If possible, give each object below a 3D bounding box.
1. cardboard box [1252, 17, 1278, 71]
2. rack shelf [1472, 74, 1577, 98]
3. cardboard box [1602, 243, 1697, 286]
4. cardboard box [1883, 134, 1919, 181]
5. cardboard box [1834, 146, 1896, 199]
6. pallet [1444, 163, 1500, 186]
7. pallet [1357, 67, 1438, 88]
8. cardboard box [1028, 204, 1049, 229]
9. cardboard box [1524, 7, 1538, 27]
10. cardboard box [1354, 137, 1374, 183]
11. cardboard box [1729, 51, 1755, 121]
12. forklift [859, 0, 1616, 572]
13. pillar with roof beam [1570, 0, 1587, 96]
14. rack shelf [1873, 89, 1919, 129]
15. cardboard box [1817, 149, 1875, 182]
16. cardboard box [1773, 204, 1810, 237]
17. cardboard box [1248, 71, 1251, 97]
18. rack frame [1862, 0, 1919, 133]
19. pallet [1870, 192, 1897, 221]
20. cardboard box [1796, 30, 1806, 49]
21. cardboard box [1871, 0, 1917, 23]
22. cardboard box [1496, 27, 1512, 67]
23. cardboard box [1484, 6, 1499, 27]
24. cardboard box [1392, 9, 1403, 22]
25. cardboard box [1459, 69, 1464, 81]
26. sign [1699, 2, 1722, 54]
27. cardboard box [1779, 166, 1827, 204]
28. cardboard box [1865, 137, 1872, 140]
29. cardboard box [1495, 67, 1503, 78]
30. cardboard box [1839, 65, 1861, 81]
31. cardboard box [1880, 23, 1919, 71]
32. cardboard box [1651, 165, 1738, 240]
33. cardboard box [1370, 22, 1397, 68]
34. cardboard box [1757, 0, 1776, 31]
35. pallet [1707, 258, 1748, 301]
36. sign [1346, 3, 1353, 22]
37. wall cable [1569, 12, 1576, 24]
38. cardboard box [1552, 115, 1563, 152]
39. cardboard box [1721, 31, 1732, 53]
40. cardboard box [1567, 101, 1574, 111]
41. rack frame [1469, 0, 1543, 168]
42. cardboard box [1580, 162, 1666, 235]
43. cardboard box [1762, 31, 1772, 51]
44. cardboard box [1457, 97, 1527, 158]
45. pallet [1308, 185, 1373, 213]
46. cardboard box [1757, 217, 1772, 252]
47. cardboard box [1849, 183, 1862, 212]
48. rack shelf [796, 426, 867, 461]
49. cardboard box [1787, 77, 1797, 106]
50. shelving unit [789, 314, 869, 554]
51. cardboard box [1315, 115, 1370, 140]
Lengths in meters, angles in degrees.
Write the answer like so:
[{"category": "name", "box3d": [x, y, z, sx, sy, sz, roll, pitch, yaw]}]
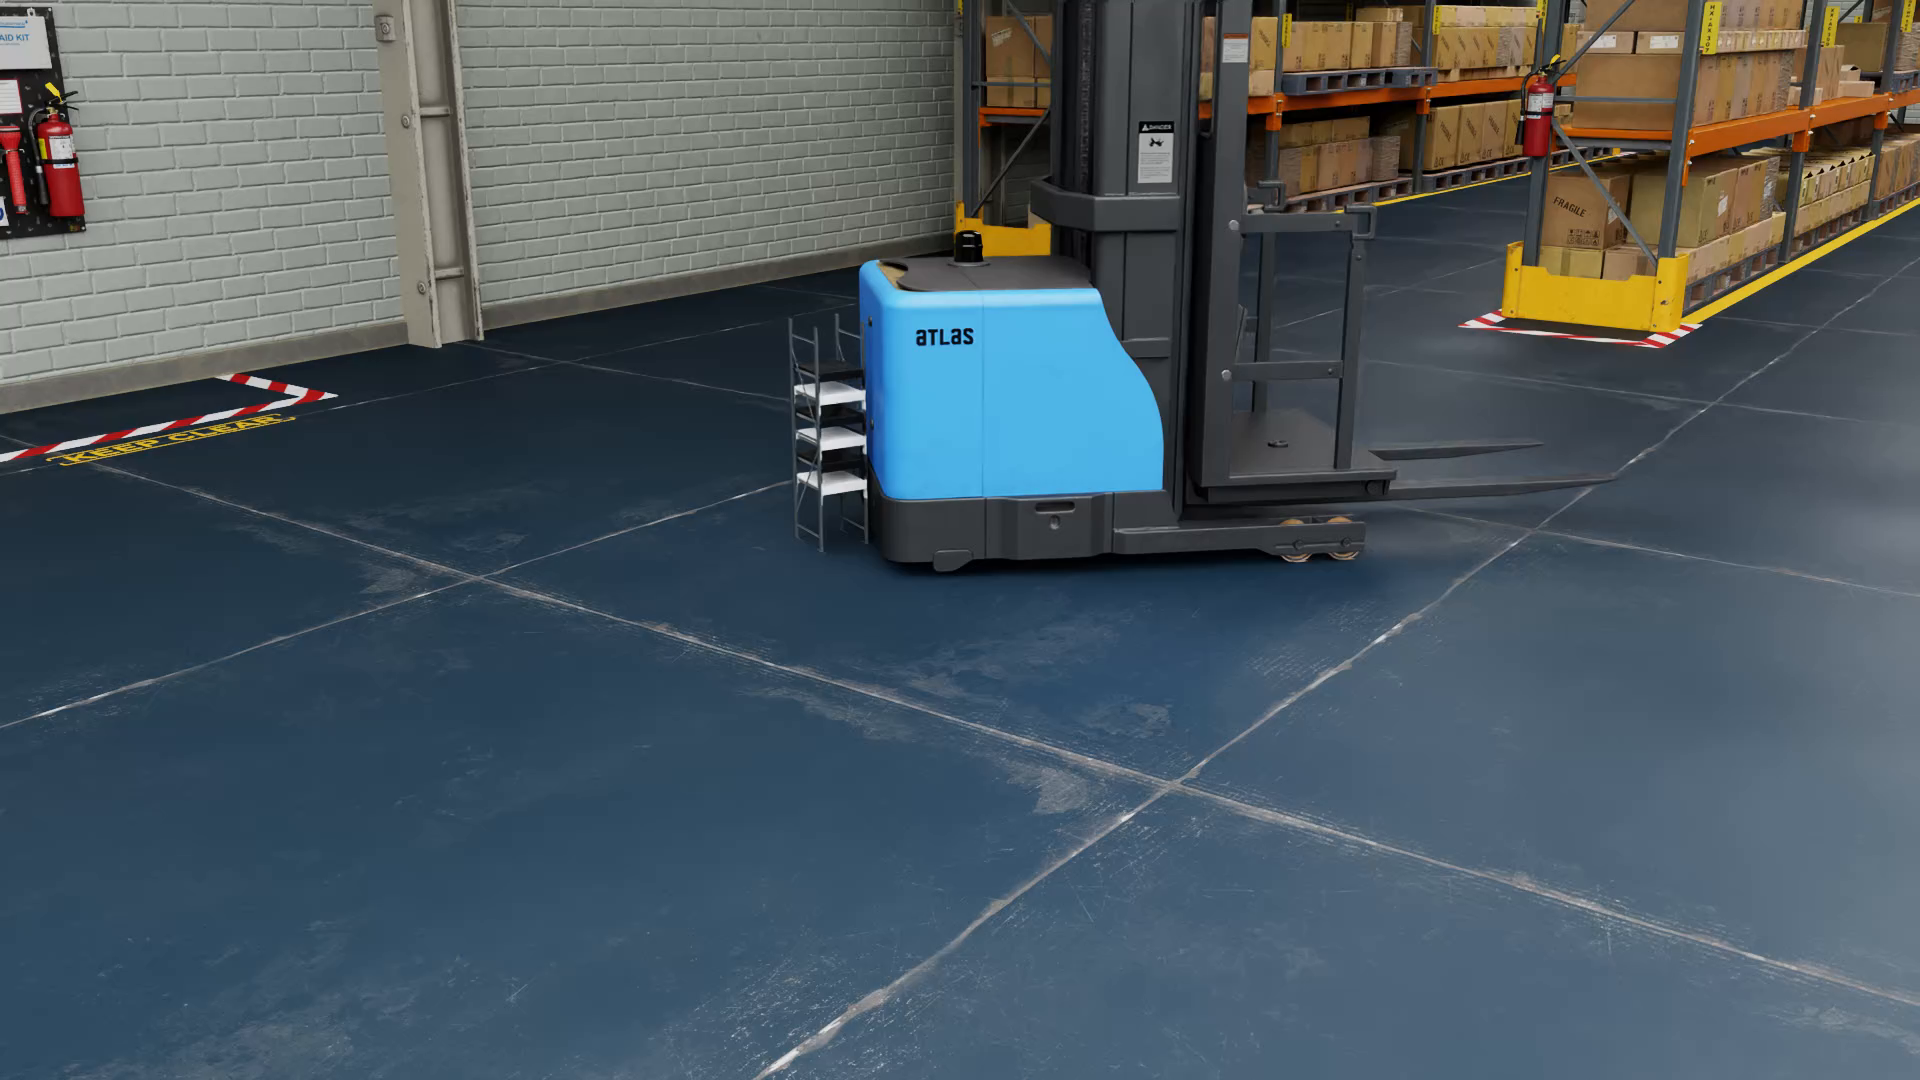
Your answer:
[{"category": "cardboard box", "box3d": [2.810, -4.936, 16.534, 0.500, 0.500, 0.500, 12, 21, 35]}, {"category": "rack shelf", "box3d": [8.801, -6.845, 24.941, 1.077, 0.370, 4.000, 12, 21, 35]}, {"category": "cardboard box", "box3d": [4.938, -1.955, 11.911, 0.500, 0.250, 0.500, 12, 21, 35]}, {"category": "cardboard box", "box3d": [11.225, -4.570, 19.874, 0.500, 0.500, 0.500, 13, 21, 35]}, {"category": "cardboard box", "box3d": [9.708, -3.959, 17.909, 0.500, 0.500, 0.500, 14, 22, 37]}, {"category": "pallet", "box3d": [6.484, -4.892, 22.140, 1.003, 0.211, 1.213, 12, 21, 35]}, {"category": "pallet", "box3d": [4.887, -5.479, 19.654, 1.213, 0.211, 1.003, 12, 21, 35]}, {"category": "cardboard box", "box3d": [0.944, -2.929, 14.910, 0.500, 0.311, 0.500, 10, 20, 29]}, {"category": "cardboard box", "box3d": [7.537, -7.113, 22.624, 0.500, 0.250, 0.500, 13, 22, 36]}, {"category": "cardboard box", "box3d": [4.439, -4.493, 19.627, 0.700, 0.500, 0.500, 12, 21, 35]}, {"category": "cardboard box", "box3d": [5.649, -3.505, 12.806, 0.700, 0.500, 0.500, 13, 22, 36]}, {"category": "forklift", "box3d": [1.136, -1.464, 6.515, 3.031, 2.935, 1.130, -3, 17, -8]}, {"category": "pillar with roof beam", "box3d": [14.364, -10.565, 25.592, 9.100, 9.000, 0.400, 12, 21, 35]}, {"category": "rack shelf", "box3d": [10.399, -5.018, 19.057, 1.077, 0.370, 4.000, 12, 21, 35]}, {"category": "cardboard box", "box3d": [9.093, -3.872, 17.137, 0.500, 0.311, 0.500, 13, 22, 36]}, {"category": "cardboard box", "box3d": [7.263, -2.872, 14.863, 0.500, 0.250, 0.500, 12, 21, 33]}, {"category": "cardboard box", "box3d": [2.501, -4.461, 16.271, 0.500, 0.250, 0.500, 13, 21, 35]}, {"category": "rack frame", "box3d": [11.590, -5.838, 20.485, 1.000, 3.000, 0.127, 12, 21, 35]}, {"category": "pallet", "box3d": [9.682, -3.724, 18.381, 1.003, 0.211, 1.213, 12, 21, 35]}, {"category": "cardboard box", "box3d": [6.834, -4.187, 13.907, 0.380, 0.149, 0.250, 12, 21, 35]}, {"category": "cardboard box", "box3d": [11.684, -6.529, 20.857, 0.500, 0.500, 0.500, 13, 21, 35]}, {"category": "cardboard box", "box3d": [6.935, -6.516, 21.964, 0.500, 0.500, 0.500, 12, 21, 35]}, {"category": "cardboard box", "box3d": [6.617, -6.750, 21.454, 0.500, 0.250, 0.500, 12, 21, 34]}, {"category": "cardboard box", "box3d": [5.045, -6.240, 19.775, 0.380, 0.149, 0.250, 9, 20, 28]}, {"category": "cardboard box", "box3d": [6.190, -5.938, 21.199, 0.380, 0.149, 0.250, 13, 21, 36]}, {"category": "sign", "box3d": [4.882, -3.331, 10.820, 0.100, 0.325, 0.005, 12, 21, 35]}, {"category": "cardboard box", "box3d": [7.572, -3.260, 15.167, 0.500, 0.311, 0.500, 12, 21, 34]}, {"category": "cardboard box", "box3d": [10.494, -4.535, 19.763, 0.500, 0.500, 0.500, 13, 21, 35]}, {"category": "cardboard box", "box3d": [7.004, -6.233, 22.149, 0.380, 0.149, 0.250, 12, 21, 35]}, {"category": "cardboard box", "box3d": [8.955, -4.764, 17.176, 0.500, 0.311, 0.500, 14, 22, 38]}, {"category": "cardboard box", "box3d": [10.190, -5.487, 18.479, 0.500, 0.500, 0.700, -15, 23, -40]}, {"category": "cardboard box", "box3d": [5.522, -2.554, 12.575, 0.500, 0.500, 0.500, 12, 21, 35]}, {"category": "cardboard box", "box3d": [4.643, -5.766, 19.342, 0.700, 0.500, 0.500, 10, 20, 30]}, {"category": "cardboard box", "box3d": [5.965, -4.253, 13.026, 0.700, 0.500, 0.500, 12, 21, 35]}, {"category": "pallet", "box3d": [5.590, -2.127, 13.236, 1.003, 0.211, 1.213, 12, 21, 35]}, {"category": "sign", "box3d": [4.779, -6.410, 20.374, 0.100, 0.325, 0.005, 12, 21, 35]}, {"category": "wall cable", "box3d": [9.996, -8.622, 27.738, 0.084, 1.984, 1.851, 12, 21, 35]}, {"category": "cardboard box", "box3d": [8.440, -5.998, 24.508, 0.700, 0.500, 0.500, 12, 21, 34]}, {"category": "cardboard box", "box3d": [5.304, -3.575, 11.935, 0.380, 0.149, 0.250, 12, 21, 34]}, {"category": "cardboard box", "box3d": [9.574, -6.673, 25.588, 0.380, 0.149, 0.250, 13, 22, 36]}, {"category": "rack frame", "box3d": [7.610, -6.712, 23.300, 1.000, 3.000, 0.127, 12, 21, 35]}, {"category": "cardboard box", "box3d": [5.105, -2.646, 12.871, 0.500, 0.500, 0.500, 12, 21, 35]}, {"category": "cardboard box", "box3d": [6.076, -3.885, 12.934, 0.380, 0.149, 0.250, 13, 22, 36]}, {"category": "cardboard box", "box3d": [7.327, -5.708, 22.984, 0.750, 0.750, 0.750, 13, 21, 35]}, {"category": "pallet", "box3d": [4.032, -3.953, 19.116, 1.003, 0.211, 1.213, 12, 21, 35]}, {"category": "cardboard box", "box3d": [6.417, -2.553, 13.836, 0.500, 0.250, 0.500, 12, 21, 35]}, {"category": "cardboard box", "box3d": [8.785, -3.481, 16.822, 0.500, 0.250, 0.500, 12, 21, 34]}, {"category": "rack shelf", "box3d": [-0.518, -0.391, 6.597, 0.200, 0.077, 0.258, -10, 20, -30]}, {"category": "cardboard box", "box3d": [7.082, -3.986, 14.773, 0.500, 0.250, 0.500, 14, 22, 38]}, {"category": "shelving unit", "box3d": [-0.518, -0.422, 6.587, 0.210, 0.900, 0.258, -10, 20, -30]}, {"category": "cardboard box", "box3d": [4.449, -4.829, 19.443, 0.500, 0.250, 0.500, 13, 21, 36]}]
